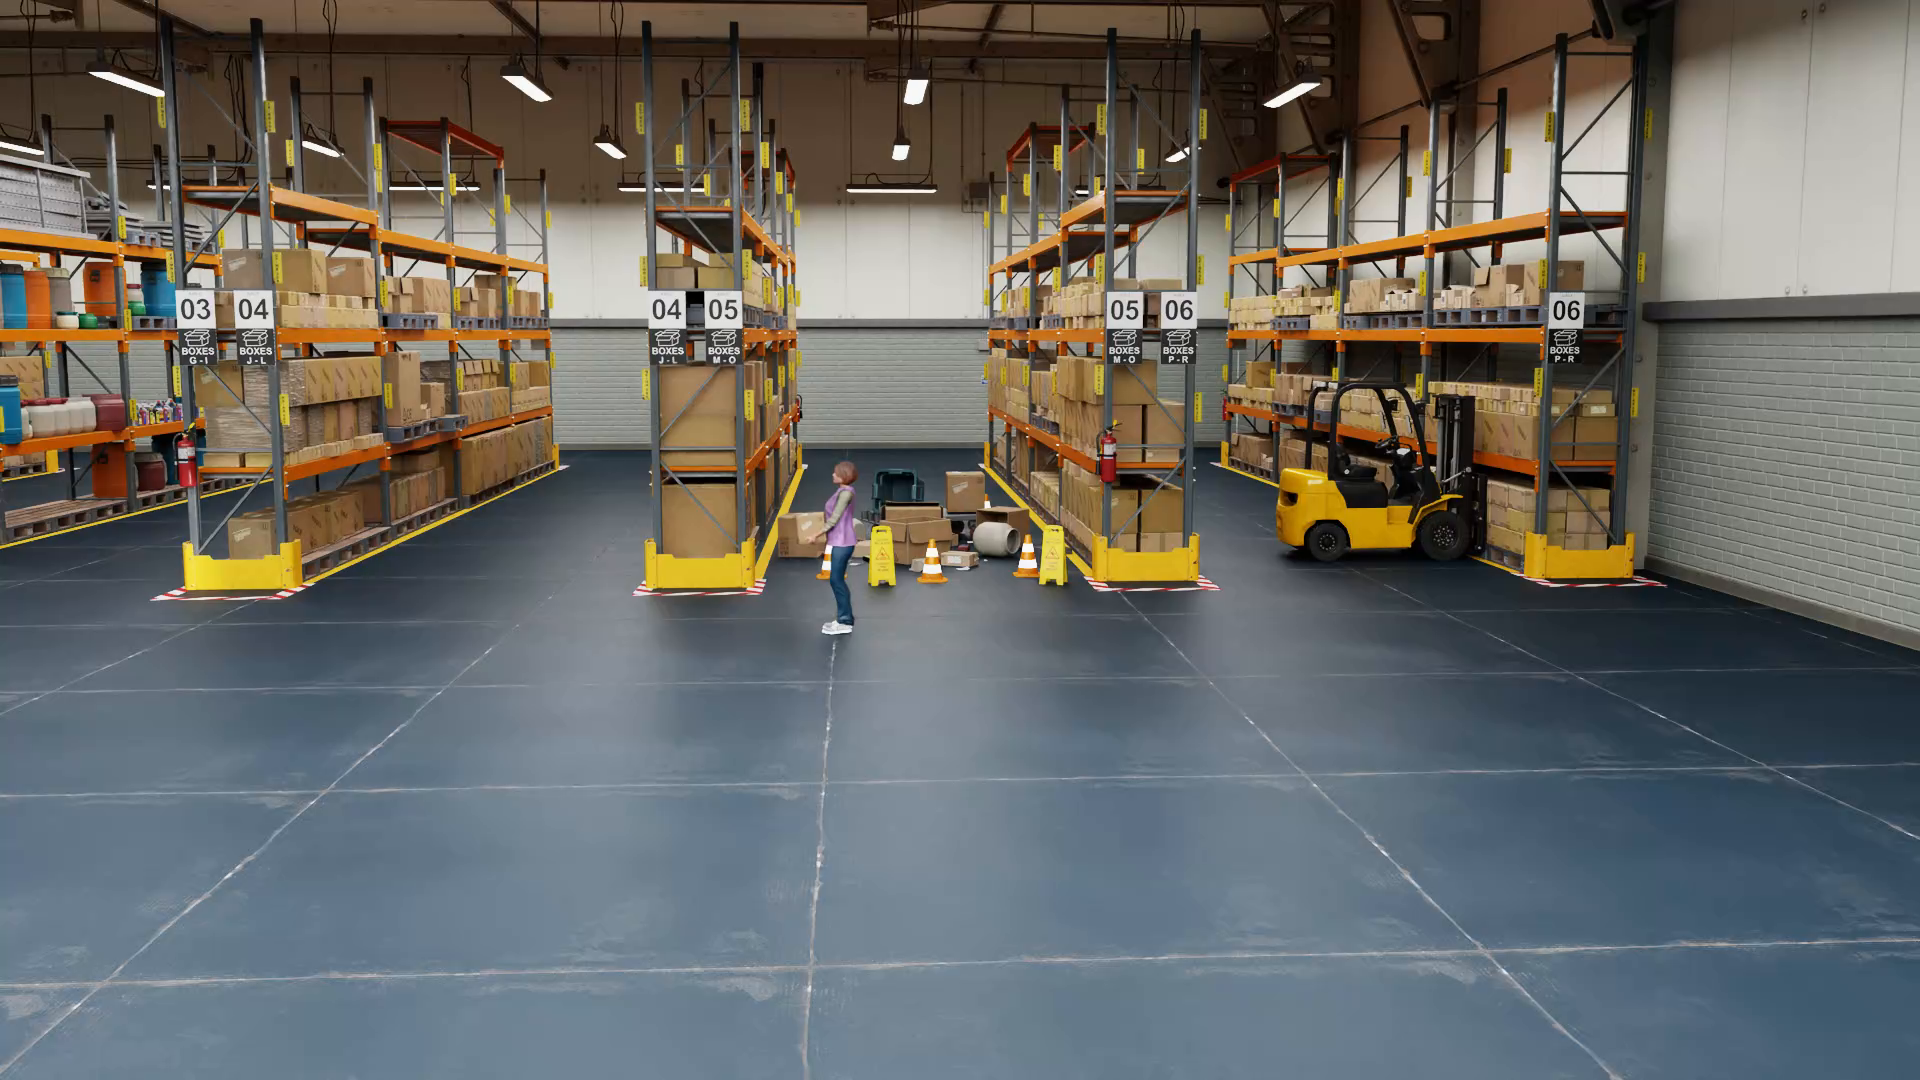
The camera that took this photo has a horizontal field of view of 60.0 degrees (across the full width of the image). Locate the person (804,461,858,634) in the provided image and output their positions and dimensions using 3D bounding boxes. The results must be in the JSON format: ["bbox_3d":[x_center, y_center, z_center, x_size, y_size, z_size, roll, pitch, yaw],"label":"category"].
[{"bbox_3d":[-1.183,0.070,15.309,0.498,1.575,0.408,0,7,-4],"label":"person"}]
